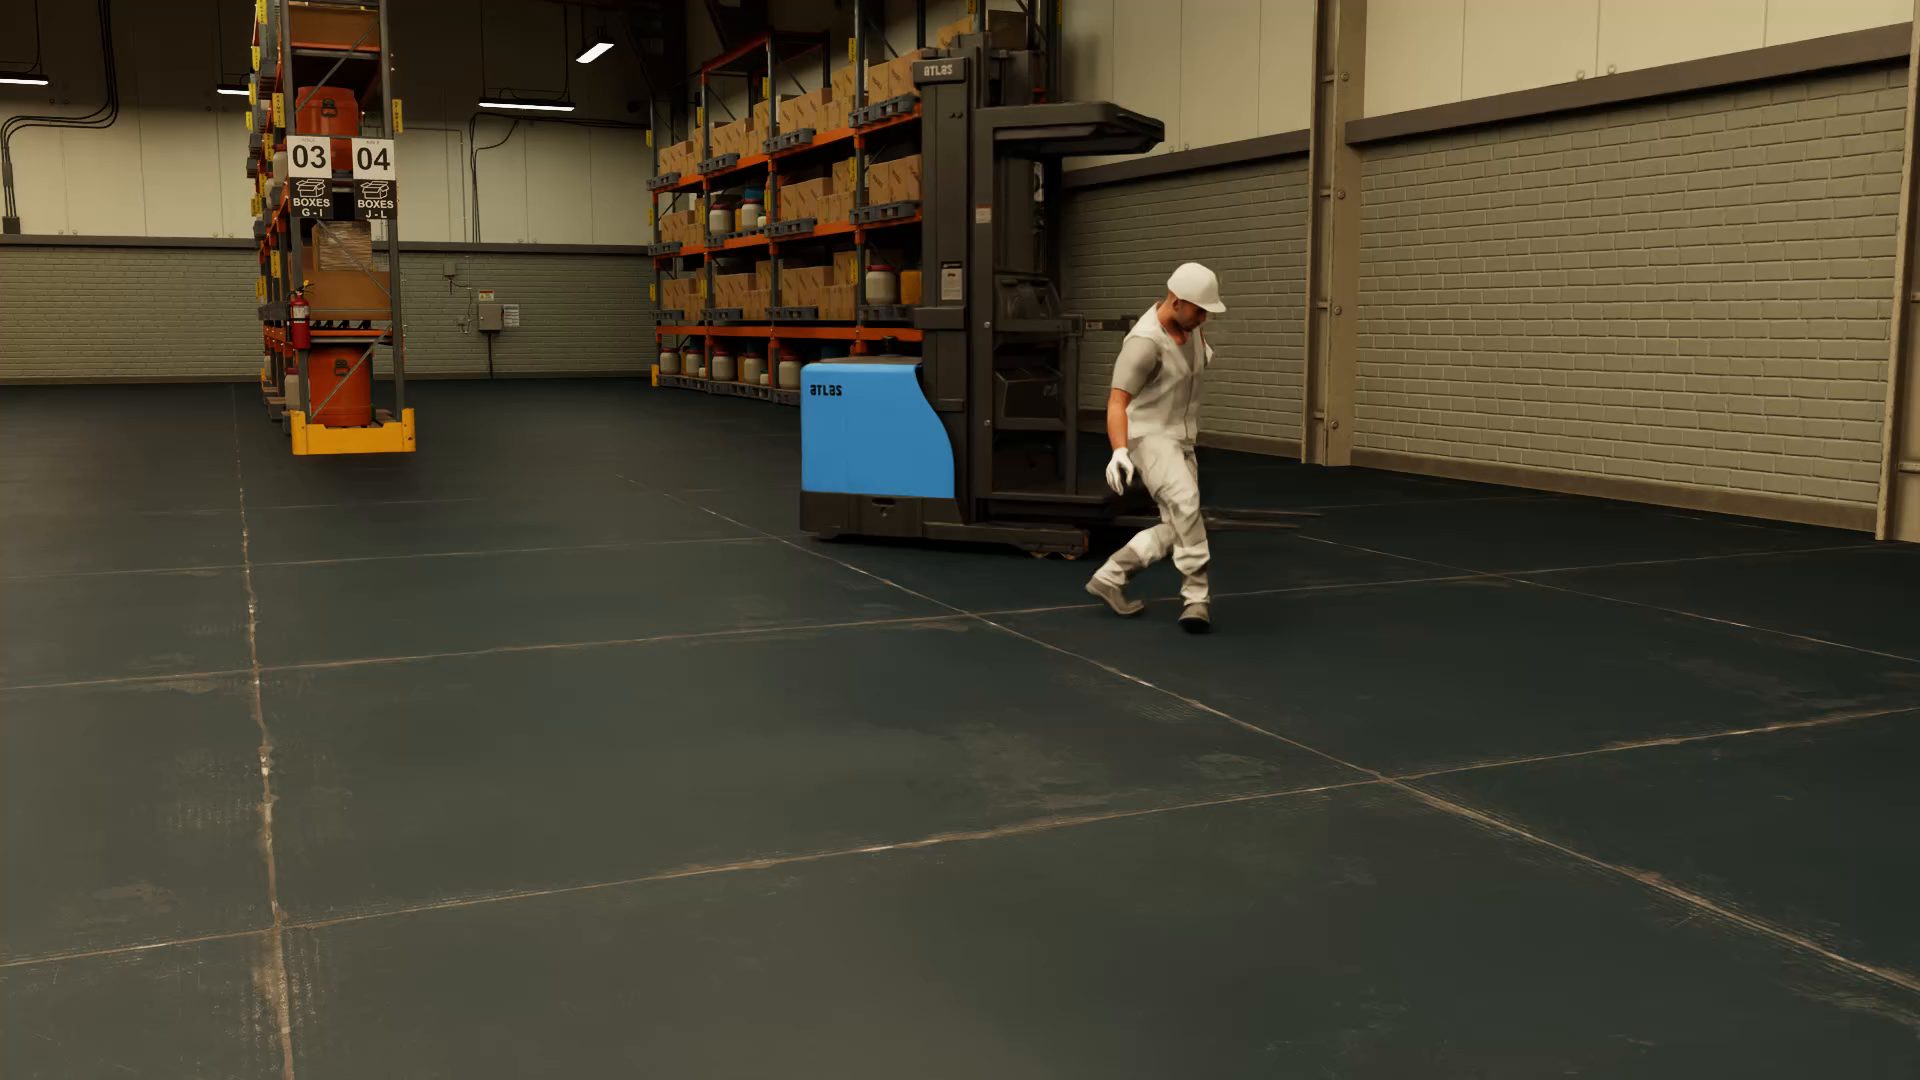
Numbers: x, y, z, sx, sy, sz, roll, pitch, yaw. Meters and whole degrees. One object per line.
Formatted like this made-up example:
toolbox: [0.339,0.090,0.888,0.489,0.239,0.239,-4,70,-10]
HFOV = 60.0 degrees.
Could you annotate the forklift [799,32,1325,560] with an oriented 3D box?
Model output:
forklift: [0.587,-1.421,9.720,3.031,2.935,1.130,3,8,24]

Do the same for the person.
person: [0.994,-0.441,7.514,0.691,1.582,1.224,5,9,35]
